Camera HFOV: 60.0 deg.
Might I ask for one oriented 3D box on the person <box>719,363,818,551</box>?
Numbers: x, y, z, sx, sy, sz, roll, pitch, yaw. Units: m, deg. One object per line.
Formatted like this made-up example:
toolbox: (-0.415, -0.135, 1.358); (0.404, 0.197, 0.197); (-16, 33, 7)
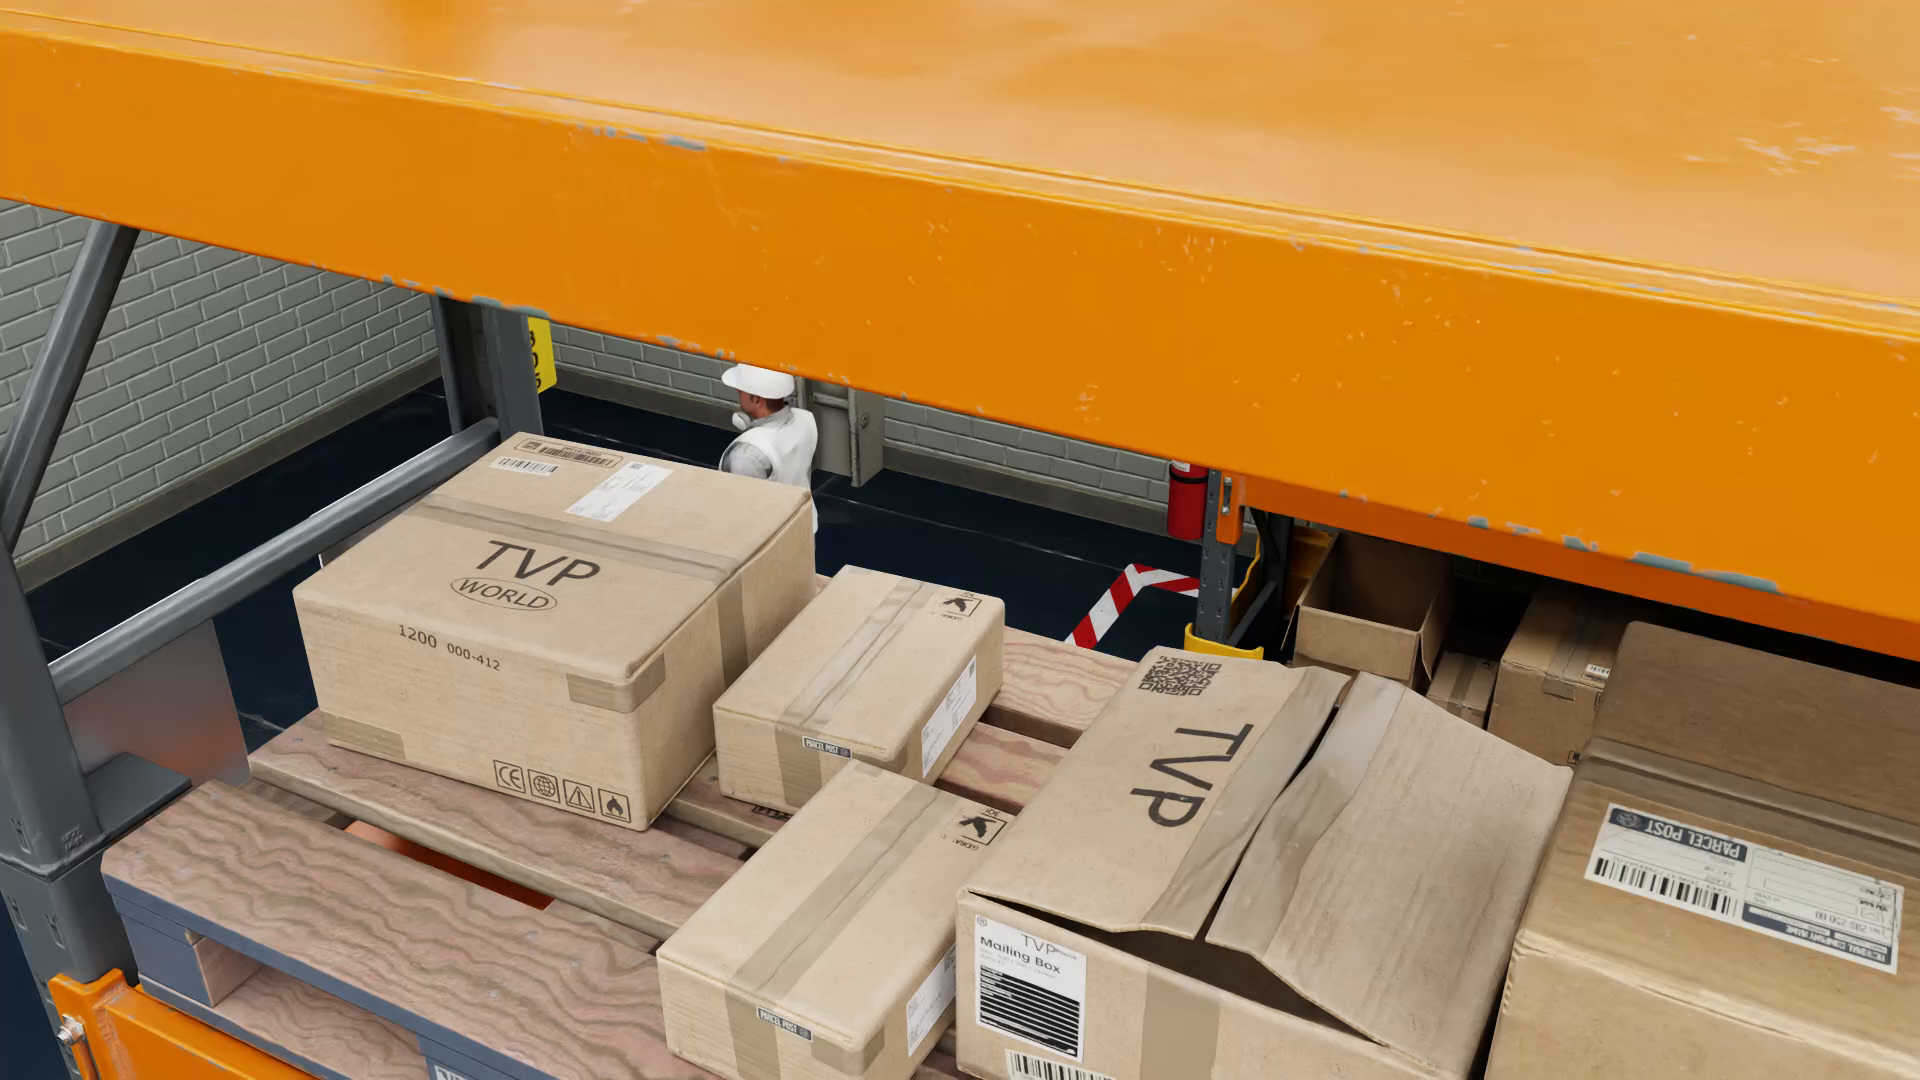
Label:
person: (-0.821, 0.004, 7.103); (0.355, 1.775, 0.532); (15, 33, 25)
